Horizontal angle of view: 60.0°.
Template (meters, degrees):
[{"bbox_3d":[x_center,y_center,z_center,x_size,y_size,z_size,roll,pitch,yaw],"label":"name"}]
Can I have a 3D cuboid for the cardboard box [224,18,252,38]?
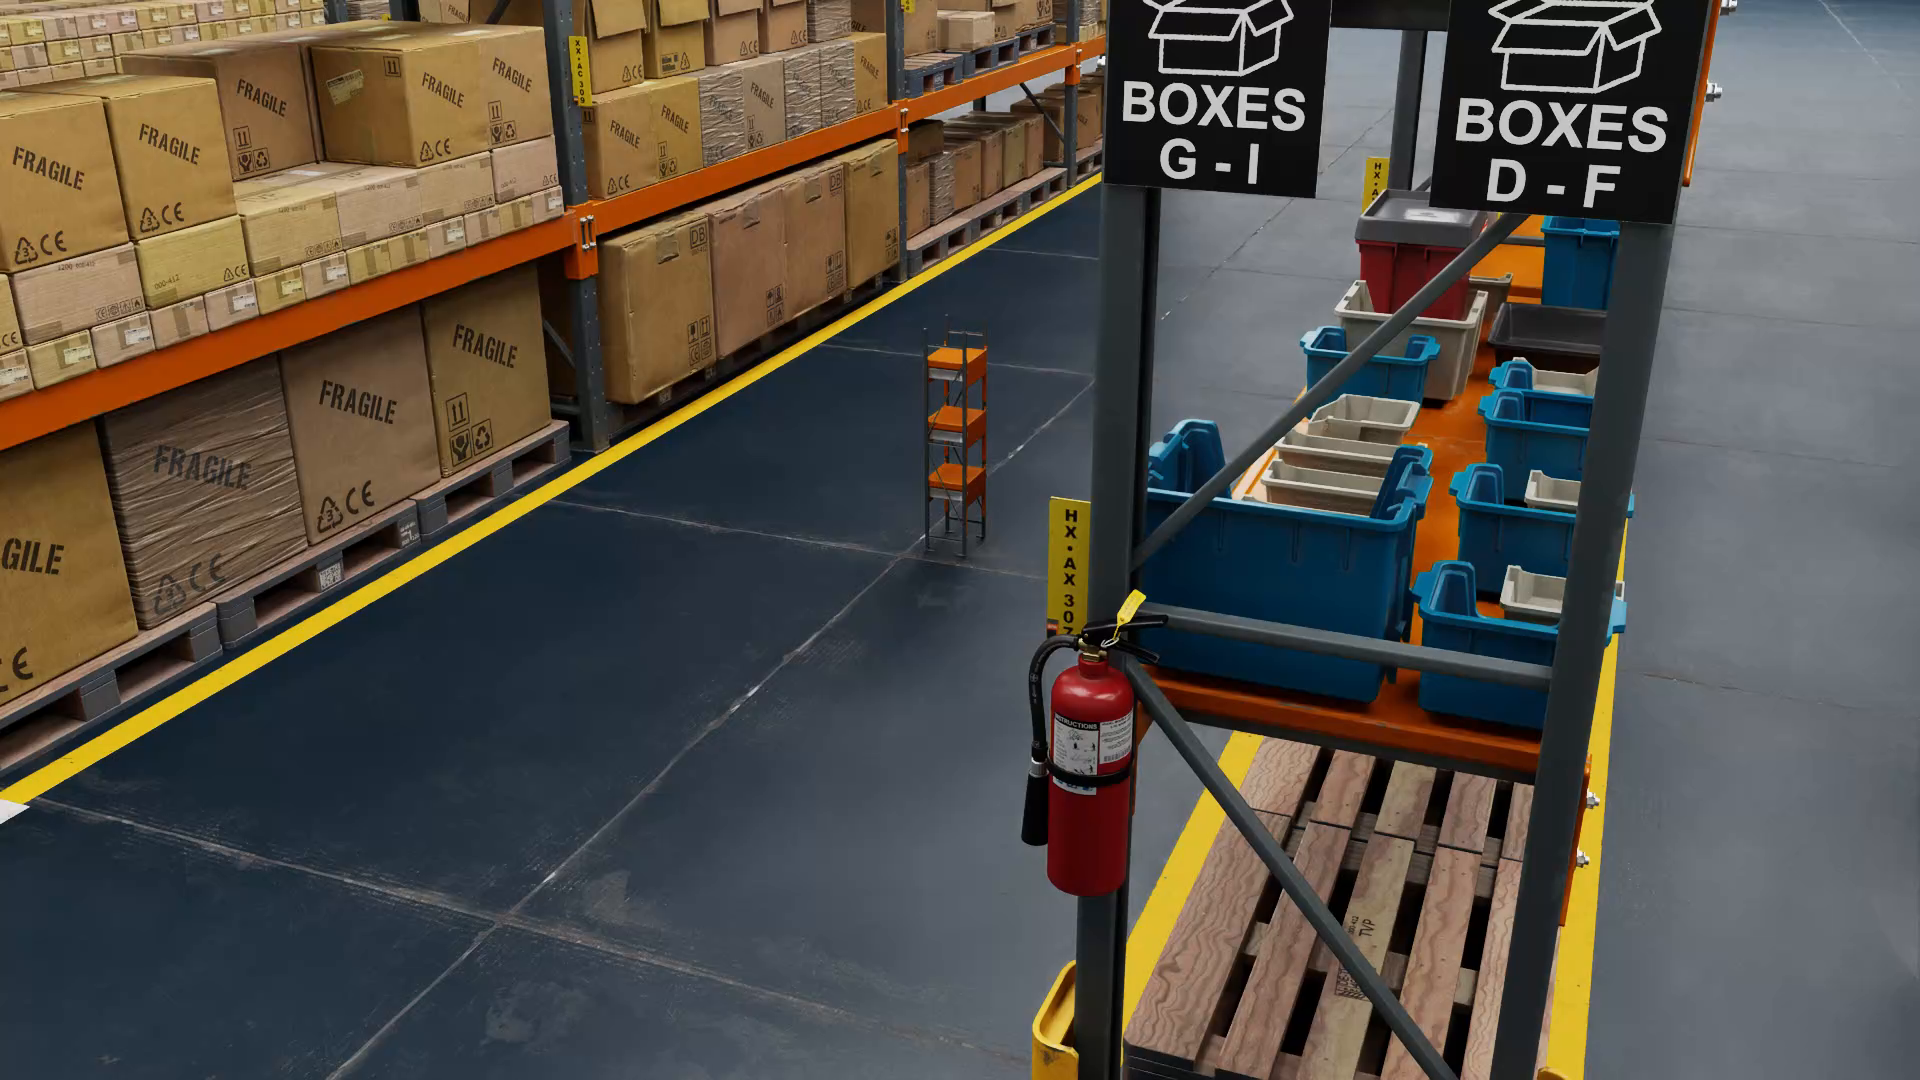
[{"bbox_3d":[-5.492,-3.795,12.339,0.380,0.149,0.250,9,24,20],"label":"cardboard box"}]

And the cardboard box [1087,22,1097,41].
[{"bbox_3d":[1.072,-4.792,15.657,0.380,0.149,0.250,9,24,20],"label":"cardboard box"}]

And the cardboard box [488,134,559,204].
[{"bbox_3d":[-2.284,-1.797,7.968,0.500,0.250,0.500,8,24,19],"label":"cardboard box"}]

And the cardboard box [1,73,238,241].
[{"bbox_3d":[-3.048,-1.405,6.058,0.500,0.500,0.500,8,24,19],"label":"cardboard box"}]

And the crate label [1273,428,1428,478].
[{"bbox_3d":[1.086,-0.212,4.630,0.396,0.136,0.243,9,24,20],"label":"crate label"}]

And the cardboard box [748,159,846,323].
[{"bbox_3d":[-1.492,-2.007,10.875,1.225,0.875,0.875,9,24,20],"label":"cardboard box"}]

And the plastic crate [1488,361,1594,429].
[{"bbox_3d":[1.747,-0.354,4.845,0.416,0.233,0.300,9,24,20],"label":"plastic crate"}]

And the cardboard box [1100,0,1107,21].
[{"bbox_3d":[1.051,-5.296,16.022,0.875,0.500,0.500,9,24,20],"label":"cardboard box"}]

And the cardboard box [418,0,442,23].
[{"bbox_3d":[-4.842,-4.452,14.387,0.500,0.500,0.500,9,24,20],"label":"cardboard box"}]

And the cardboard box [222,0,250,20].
[{"bbox_3d":[-5.490,-3.934,12.285,0.380,0.149,0.250,10,24,22],"label":"cardboard box"}]

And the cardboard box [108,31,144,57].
[{"bbox_3d":[-5.875,-3.431,11.467,0.380,0.149,0.250,8,24,19],"label":"cardboard box"}]

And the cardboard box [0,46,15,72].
[{"bbox_3d":[-6.263,-3.054,10.564,0.380,0.149,0.250,8,24,19],"label":"cardboard box"}]

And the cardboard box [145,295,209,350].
[{"bbox_3d":[-3.031,-0.824,6.158,0.380,0.149,0.250,8,24,19],"label":"cardboard box"}]

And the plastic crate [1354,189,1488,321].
[{"bbox_3d":[1.671,-0.989,6.064,0.402,0.464,0.583,9,24,20],"label":"plastic crate"}]

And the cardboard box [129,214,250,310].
[{"bbox_3d":[-3.043,-1.060,6.205,0.500,0.250,0.500,8,24,18],"label":"cardboard box"}]

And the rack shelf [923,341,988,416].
[{"bbox_3d":[-0.020,-0.717,7.397,0.215,0.259,0.240,9,24,20],"label":"rack shelf"}]

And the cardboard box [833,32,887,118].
[{"bbox_3d":[-0.831,-3.190,11.364,0.500,0.500,0.500,10,25,22],"label":"cardboard box"}]

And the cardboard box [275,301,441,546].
[{"bbox_3d":[-3.017,-0.591,7.484,0.875,0.875,0.875,9,24,20],"label":"cardboard box"}]

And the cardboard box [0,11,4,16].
[{"bbox_3d":[-6.669,-3.477,11.191,0.380,0.149,0.250,9,24,20],"label":"cardboard box"}]

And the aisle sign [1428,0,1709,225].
[{"bbox_3d":[0.998,-0.915,2.675,0.394,0.787,0.004,9,24,20],"label":"aisle sign"}]

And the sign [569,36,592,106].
[{"bbox_3d":[-1.848,-2.281,8.093,0.100,0.325,0.005,9,24,20],"label":"sign"}]

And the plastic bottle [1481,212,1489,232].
[{"bbox_3d":[2.340,-1.430,7.540,0.097,0.201,0.097,0,23,0],"label":"plastic bottle"}]

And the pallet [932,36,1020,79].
[{"bbox_3d":[-0.180,-3.981,13.638,1.003,0.211,1.213,9,24,20],"label":"pallet"}]

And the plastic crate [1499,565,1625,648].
[{"bbox_3d":[1.343,0.166,3.724,0.250,0.136,0.298,9,24,20],"label":"plastic crate"}]

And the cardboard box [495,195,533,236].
[{"bbox_3d":[-2.268,-1.560,7.918,0.380,0.149,0.250,9,24,21],"label":"cardboard box"}]

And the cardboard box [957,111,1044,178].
[{"bbox_3d":[0.360,-3.620,15.197,0.700,0.500,0.500,7,24,16],"label":"cardboard box"}]

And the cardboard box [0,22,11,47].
[{"bbox_3d":[-6.260,-3.198,10.525,0.380,0.149,0.250,9,24,22],"label":"cardboard box"}]

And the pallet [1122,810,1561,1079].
[{"bbox_3d":[1.092,1.214,4.571,1.003,0.211,1.213,9,24,20],"label":"pallet"}]

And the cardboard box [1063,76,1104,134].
[{"bbox_3d":[1.406,-4.597,17.563,0.500,0.500,0.500,11,25,25],"label":"cardboard box"}]

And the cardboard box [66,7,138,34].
[{"bbox_3d":[-5.878,-3.561,11.392,0.380,0.149,0.250,10,25,22],"label":"cardboard box"}]

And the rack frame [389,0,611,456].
[{"bbox_3d":[-2.363,-1.924,8.465,1.000,3.000,0.127,9,24,20],"label":"rack frame"}]

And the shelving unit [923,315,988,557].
[{"bbox_3d":[-0.020,-0.465,7.502,0.215,1.050,0.252,9,24,20],"label":"shelving unit"}]

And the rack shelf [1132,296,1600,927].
[{"bbox_3d":[1.492,-0.167,5.192,1.077,0.370,4.000,9,24,20],"label":"rack shelf"}]

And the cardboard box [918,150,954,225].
[{"bbox_3d":[-0.453,-2.848,13.349,0.700,0.500,0.500,7,24,16],"label":"cardboard box"}]

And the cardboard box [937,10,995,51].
[{"bbox_3d":[-0.042,-4.047,13.196,0.500,0.250,0.500,8,24,19],"label":"cardboard box"}]

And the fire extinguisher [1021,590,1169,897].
[{"bbox_3d":[0.271,0.413,3.453,0.296,0.674,0.183,9,24,20],"label":"fire extinguisher"}]

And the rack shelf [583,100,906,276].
[{"bbox_3d":[-1.621,-2.308,10.317,1.077,0.370,4.000,9,24,20],"label":"rack shelf"}]

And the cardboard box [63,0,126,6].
[{"bbox_3d":[-6.283,-3.846,12.075,0.380,0.149,0.250,10,25,22],"label":"cardboard box"}]

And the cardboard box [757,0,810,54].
[{"bbox_3d":[-1.409,-3.372,10.501,0.797,0.503,0.637,9,24,21],"label":"cardboard box"}]

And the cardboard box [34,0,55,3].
[{"bbox_3d":[-9.297,-5.429,16.637,0.380,0.149,0.250,10,25,22],"label":"cardboard box"}]

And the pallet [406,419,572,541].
[{"bbox_3d":[-2.719,-0.376,8.377,1.003,0.211,1.213,9,24,20],"label":"pallet"}]

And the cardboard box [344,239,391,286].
[{"bbox_3d":[-2.650,-1.192,7.038,0.380,0.149,0.250,8,24,19],"label":"cardboard box"}]

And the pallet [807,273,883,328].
[{"bbox_3d":[-1.240,-1.797,11.779,1.003,0.211,1.213,9,24,20],"label":"pallet"}]

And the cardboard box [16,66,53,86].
[{"bbox_3d":[-6.164,-3.012,10.851,0.380,0.149,0.250,9,24,20],"label":"cardboard box"}]

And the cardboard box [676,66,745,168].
[{"bbox_3d":[-1.588,-2.458,9.613,0.500,0.500,0.500,8,24,19],"label":"cardboard box"}]

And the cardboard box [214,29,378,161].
[{"bbox_3d":[-2.969,-2.028,7.550,0.500,0.500,0.500,9,24,20],"label":"cardboard box"}]
